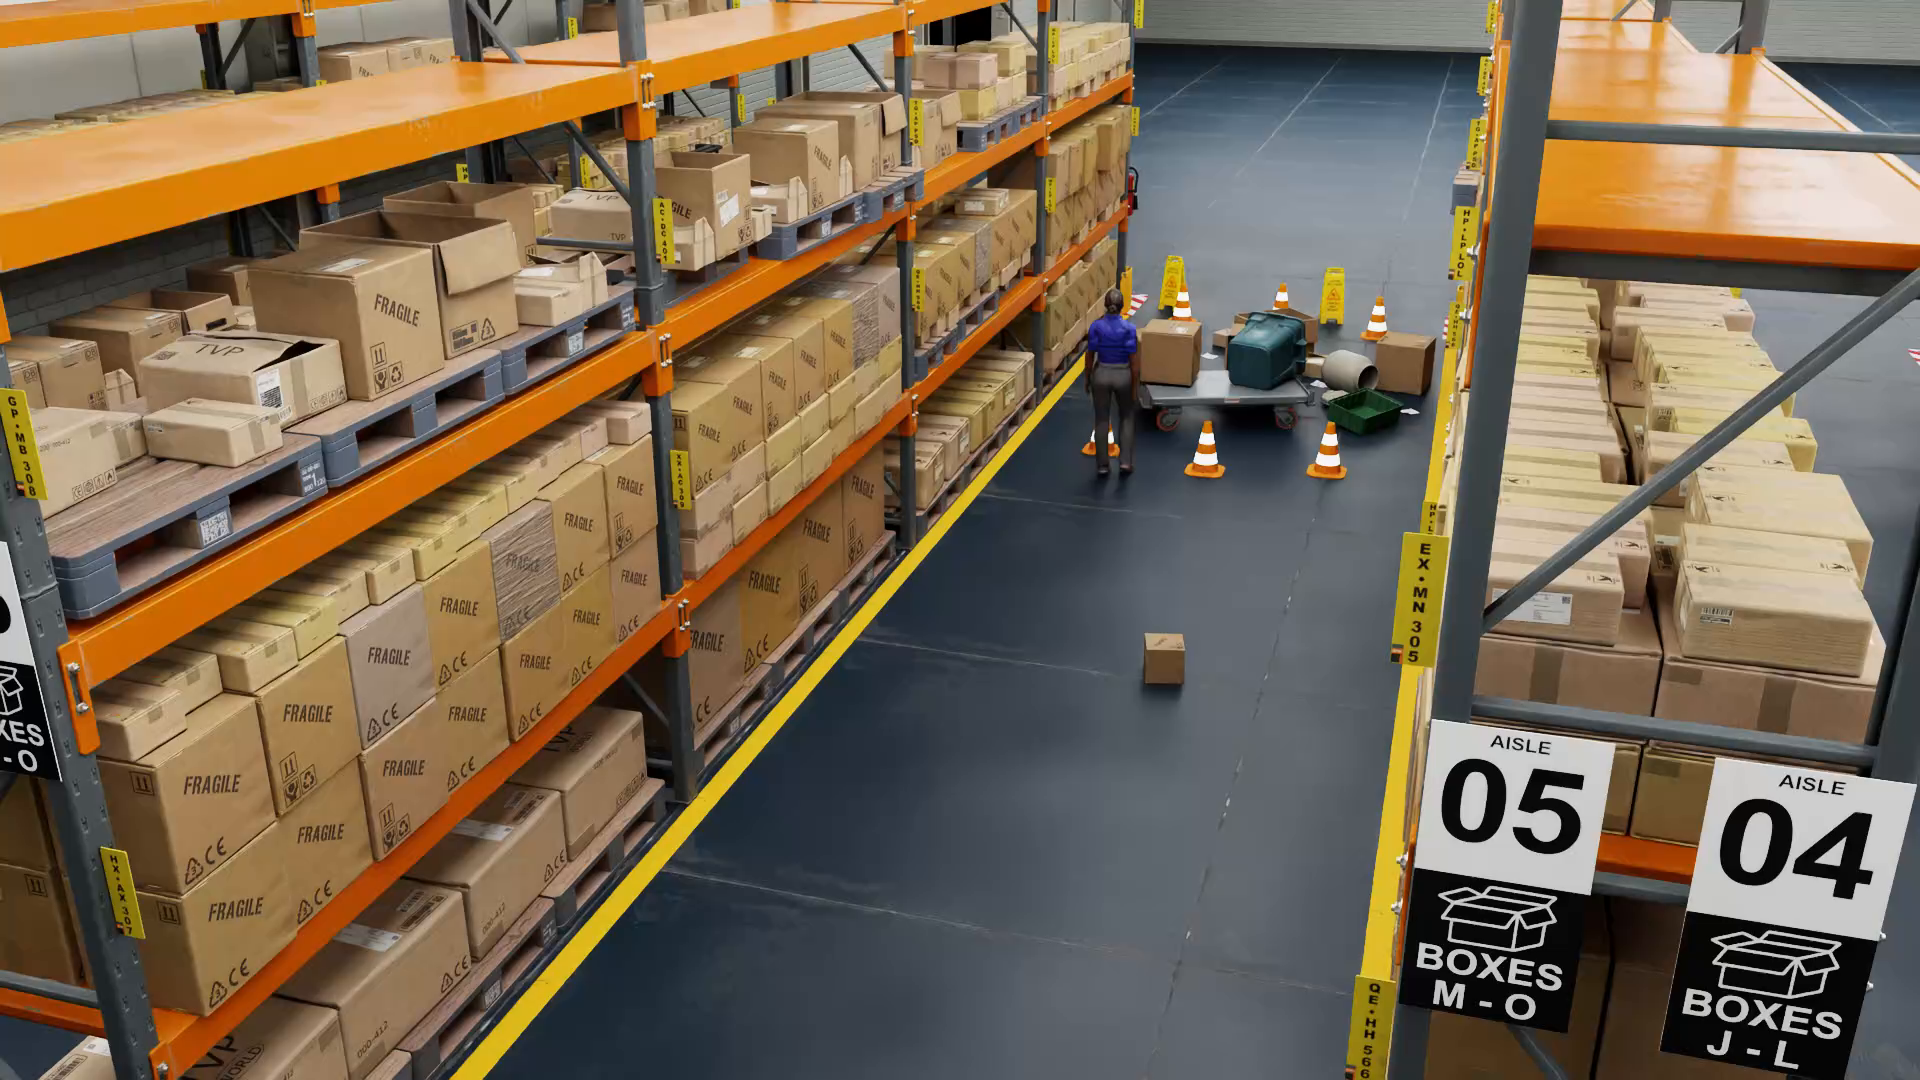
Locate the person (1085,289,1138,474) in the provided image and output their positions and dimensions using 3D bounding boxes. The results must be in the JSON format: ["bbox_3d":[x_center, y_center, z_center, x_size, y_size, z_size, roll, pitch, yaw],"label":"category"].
[{"bbox_3d":[1.318,-1.354,14.472,0.467,1.722,0.395,3,22,8],"label":"person"}]
